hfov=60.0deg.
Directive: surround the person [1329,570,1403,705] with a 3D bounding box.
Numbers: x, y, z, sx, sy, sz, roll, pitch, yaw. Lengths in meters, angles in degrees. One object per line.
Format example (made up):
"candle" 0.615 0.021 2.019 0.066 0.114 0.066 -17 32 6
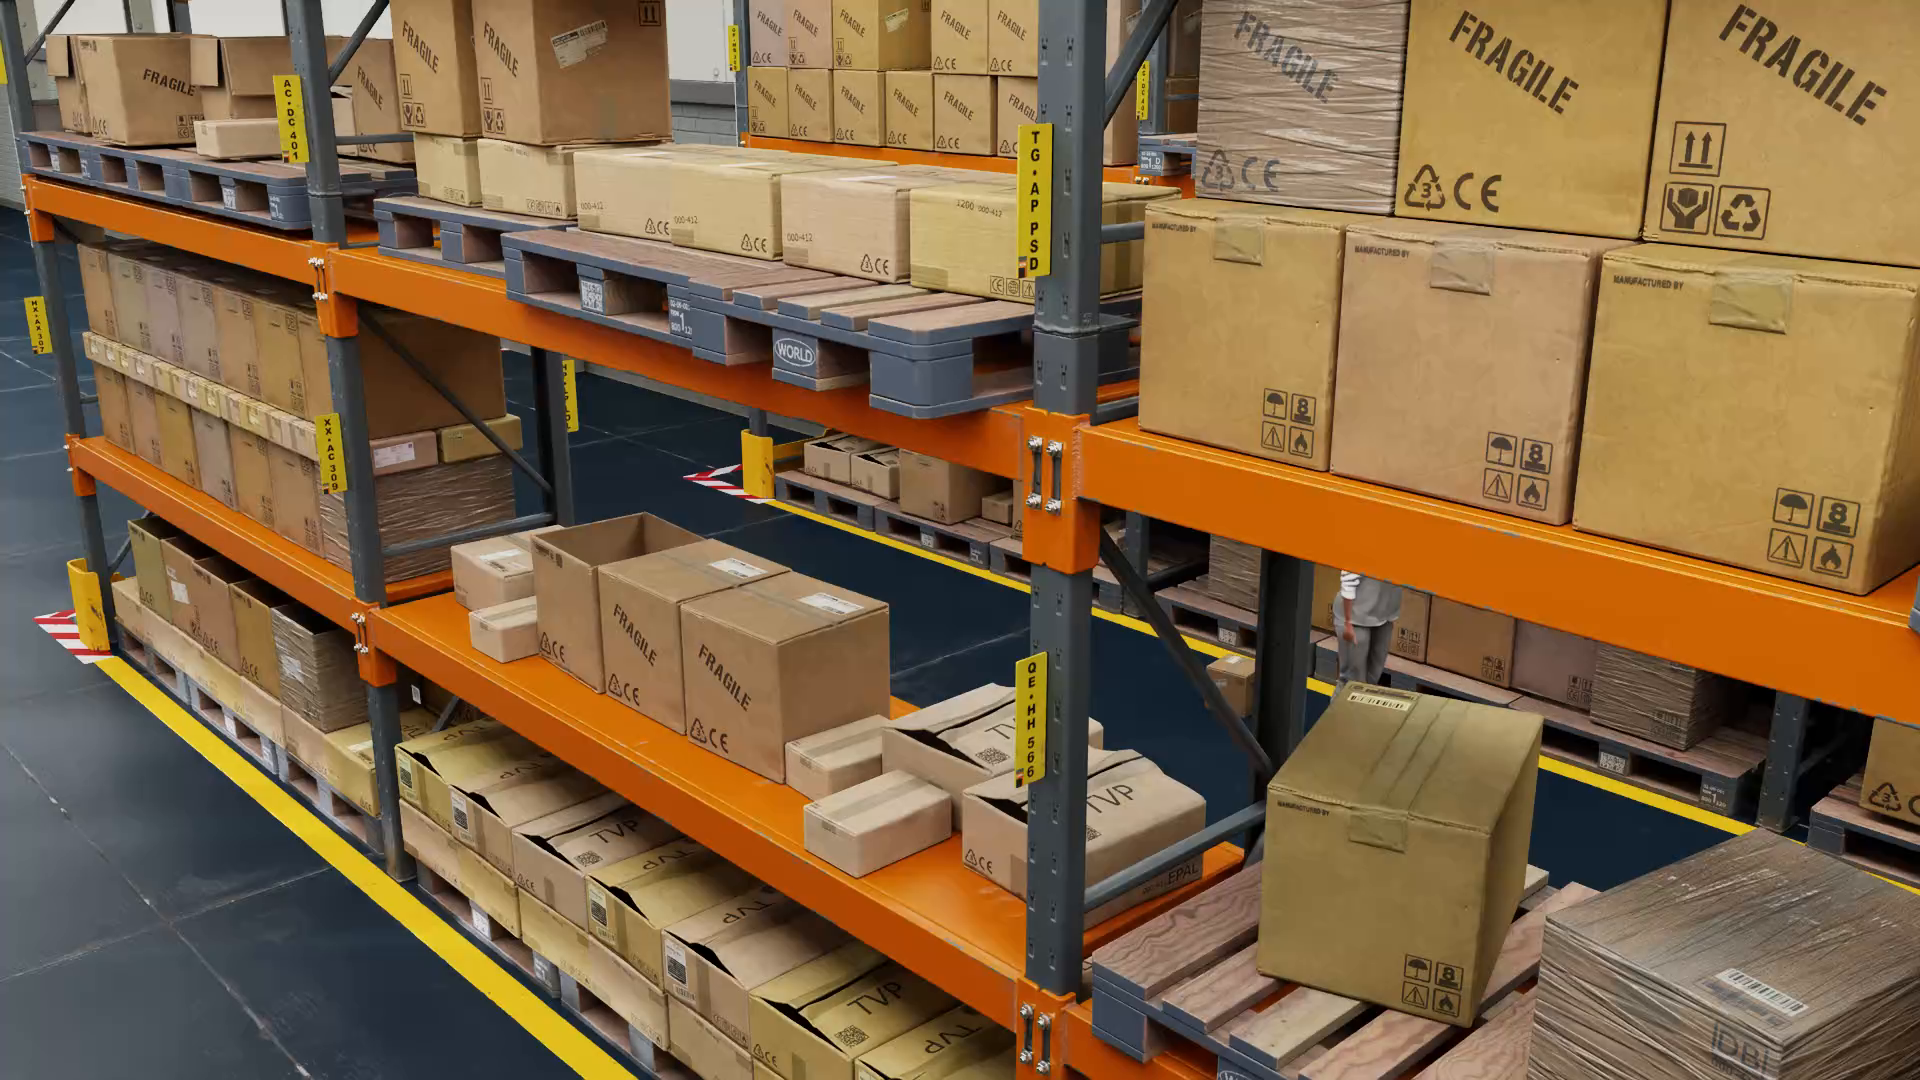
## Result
"person" 2.038 0.397 8.305 0.409 1.602 0.330 -17 24 -42
